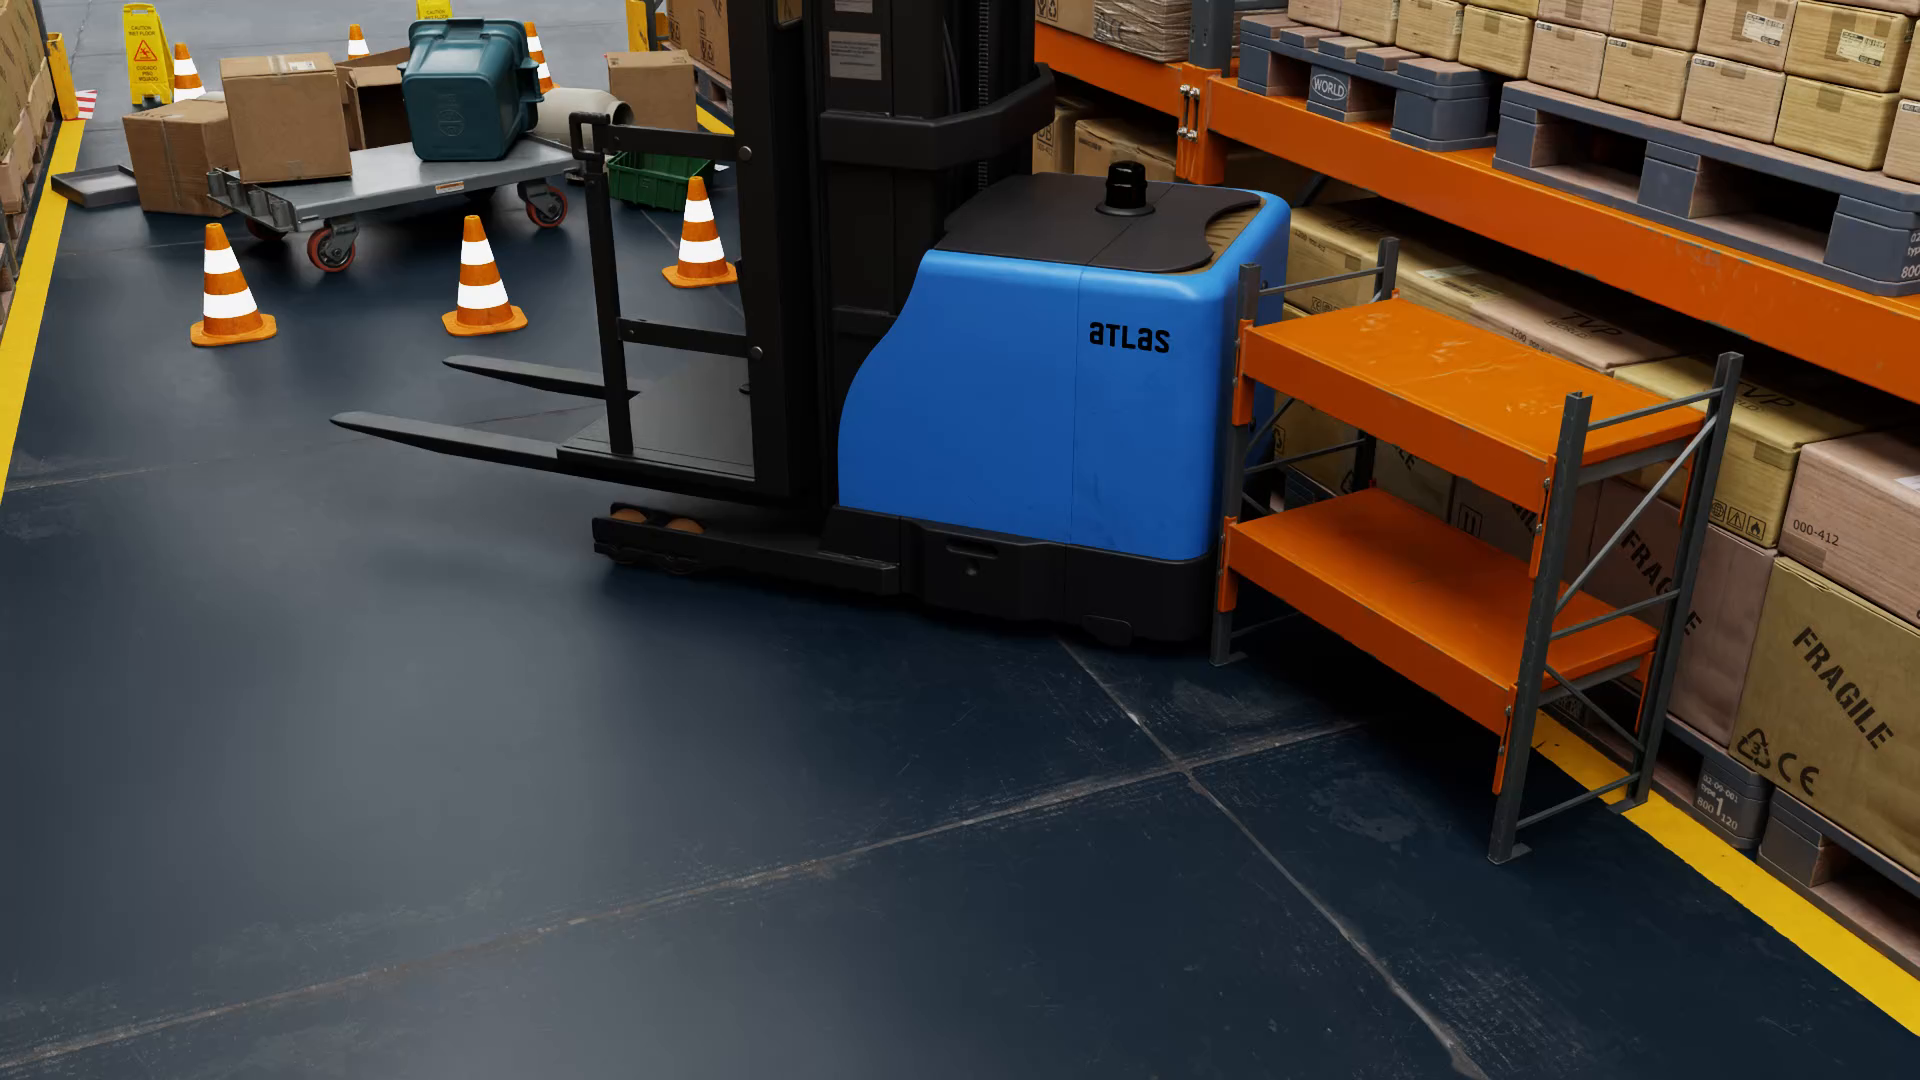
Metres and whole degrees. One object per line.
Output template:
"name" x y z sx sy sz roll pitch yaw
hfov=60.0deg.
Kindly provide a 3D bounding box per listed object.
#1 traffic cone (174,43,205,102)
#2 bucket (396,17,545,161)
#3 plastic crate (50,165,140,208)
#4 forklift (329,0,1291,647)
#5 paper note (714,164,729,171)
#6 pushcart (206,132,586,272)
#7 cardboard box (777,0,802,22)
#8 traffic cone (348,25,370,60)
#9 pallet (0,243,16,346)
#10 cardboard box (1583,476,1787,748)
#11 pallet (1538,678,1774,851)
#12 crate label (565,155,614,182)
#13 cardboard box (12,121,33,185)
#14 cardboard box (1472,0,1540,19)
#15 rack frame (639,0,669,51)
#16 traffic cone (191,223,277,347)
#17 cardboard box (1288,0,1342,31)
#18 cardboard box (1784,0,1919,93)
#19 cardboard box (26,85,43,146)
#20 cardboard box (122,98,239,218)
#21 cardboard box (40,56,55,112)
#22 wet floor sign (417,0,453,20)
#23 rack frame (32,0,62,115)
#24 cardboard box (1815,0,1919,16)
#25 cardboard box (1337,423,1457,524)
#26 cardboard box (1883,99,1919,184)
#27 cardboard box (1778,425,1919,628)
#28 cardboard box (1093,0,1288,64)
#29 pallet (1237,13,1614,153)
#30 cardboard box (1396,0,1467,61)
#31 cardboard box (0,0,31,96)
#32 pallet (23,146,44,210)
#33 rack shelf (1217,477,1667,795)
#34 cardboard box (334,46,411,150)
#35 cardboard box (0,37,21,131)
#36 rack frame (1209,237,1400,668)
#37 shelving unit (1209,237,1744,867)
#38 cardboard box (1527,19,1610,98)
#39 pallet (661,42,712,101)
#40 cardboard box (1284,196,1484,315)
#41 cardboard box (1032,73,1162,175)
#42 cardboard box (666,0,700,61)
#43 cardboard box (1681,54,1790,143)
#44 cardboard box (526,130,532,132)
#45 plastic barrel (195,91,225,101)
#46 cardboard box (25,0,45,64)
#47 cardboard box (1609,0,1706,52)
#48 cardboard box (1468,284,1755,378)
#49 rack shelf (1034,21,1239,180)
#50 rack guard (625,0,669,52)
"traffic cone" -5.069 -3.016 10.900 0.336 0.463 0.334 -11 28 -21
"bucket" -2.517 -2.256 8.449 0.726 0.611 0.620 -1 36 -3
"plastic crate" -4.718 -1.956 9.165 0.402 0.080 0.583 -22 34 -38
"forklift" -0.583 -1.416 4.810 3.031 2.935 1.130 10 28 19
"paper note" -1.439 -2.167 9.652 0.142 0.020 0.147 13 29 24
"pushcart" -2.779 -1.727 8.357 1.648 0.377 0.936 -22 34 -38
"cardboard box" -0.524 -2.885 9.682 0.875 0.875 0.875 -10 28 -20
"traffic cone" -4.180 -3.344 11.572 0.336 0.463 0.334 -11 28 -21
"pallet" -4.551 -0.926 6.907 1.003 0.211 1.213 -11 28 -21
"cardboard box" 1.871 0.109 3.978 0.500 0.500 0.500 -11 28 -22
"pallet" 2.003 0.291 4.414 1.003 0.211 1.213 -11 28 -21
"crate label" -2.079 -2.093 9.381 0.250 0.136 0.298 13 29 24
"cardboard box" -5.060 -1.945 8.469 0.500 0.250 0.500 -9 27 -18
"cardboard box" 1.543 -1.432 4.232 0.380 0.149 0.250 -10 28 -20
"rack frame" -1.909 -5.000 12.071 1.000 3.000 0.127 -11 28 -21
"traffic cone" -3.084 -1.093 6.962 0.336 0.463 0.334 -11 28 -21
"cardboard box" 1.214 -1.630 4.978 0.380 0.149 0.250 -11 28 -21
"cardboard box" 1.933 -1.023 3.395 0.380 0.149 0.250 -10 28 -20
"cardboard box" -5.454 -2.360 9.321 0.500 0.250 0.500 -12 28 -22
"cardboard box" -4.025 -2.038 8.851 0.500 0.500 0.500 8 27 15
"cardboard box" -5.851 -2.772 10.163 0.500 0.250 0.500 -11 28 -21
"wet floor sign" -3.742 -3.613 11.915 0.267 0.644 0.232 -16 30 -29
"rack frame" -6.424 -4.108 10.245 1.000 3.000 0.127 -11 28 -21
"cardboard box" 1.944 -1.153 3.322 0.380 0.149 0.250 -12 28 -23
"cardboard box" 1.466 -0.304 4.823 0.500 0.500 0.500 -10 28 -20
"cardboard box" 2.043 -0.775 3.227 0.380 0.149 0.250 -12 28 -23
"cardboard box" 2.077 -0.025 3.397 0.500 0.250 0.500 -9 28 -18
"cardboard box" 0.801 -1.951 5.712 0.500 0.500 0.500 -11 28 -21
"pallet" 1.601 -1.414 4.946 1.213 0.211 1.003 -11 28 -21
"cardboard box" 1.425 -1.413 4.533 0.380 0.149 0.250 -9 27 -18
"cardboard box" -5.472 -2.705 9.171 0.500 0.500 0.500 -11 28 -22
"pallet" -5.635 -1.999 9.103 1.003 0.211 1.213 -11 28 -21
"rack shelf" 1.162 0.196 4.124 0.538 0.278 1.000 -14 29 -27
"cardboard box" -3.407 -2.712 10.232 0.637 0.503 0.797 13 29 24
"cardboard box" -5.061 -2.282 8.306 0.500 0.500 0.500 -9 28 -19
"rack frame" 0.907 -0.217 4.412 0.500 1.125 0.032 -14 29 -27
"shelving unit" 1.162 -0.024 4.017 0.538 1.125 1.048 -14 29 -27
"cardboard box" 1.638 -1.197 4.091 0.380 0.149 0.250 -10 28 -19
"pallet" -1.524 -3.437 12.049 1.003 0.211 1.213 -11 28 -21
"cardboard box" 1.271 -0.852 5.093 0.500 0.250 0.500 -12 28 -23
"cardboard box" 0.723 -1.561 7.114 1.050 0.750 0.750 -10 28 -20
"cardboard box" -1.583 -3.971 11.907 0.875 0.875 0.875 -10 28 -20
"cardboard box" 1.835 -0.990 3.667 0.380 0.149 0.250 -12 28 -22
"cardboard box" -2.710 -2.534 10.136 0.396 0.266 0.258 -6 27 -12
"plastic barrel" -4.222 -2.377 9.636 0.512 0.421 0.421 8 27 15
"cardboard box" -5.870 -3.120 10.021 0.500 0.500 0.500 -10 28 -20
"cardboard box" 1.734 -1.230 3.819 0.380 0.149 0.250 -11 28 -21
"cardboard box" 1.652 -0.446 4.260 0.500 0.250 0.500 -10 28 -20
"rack shelf" 0.441 -2.254 7.268 1.077 0.370 4.000 -11 28 -21
"rack guard" -1.918 -3.886 12.639 1.175 0.500 0.348 -11 28 -21
